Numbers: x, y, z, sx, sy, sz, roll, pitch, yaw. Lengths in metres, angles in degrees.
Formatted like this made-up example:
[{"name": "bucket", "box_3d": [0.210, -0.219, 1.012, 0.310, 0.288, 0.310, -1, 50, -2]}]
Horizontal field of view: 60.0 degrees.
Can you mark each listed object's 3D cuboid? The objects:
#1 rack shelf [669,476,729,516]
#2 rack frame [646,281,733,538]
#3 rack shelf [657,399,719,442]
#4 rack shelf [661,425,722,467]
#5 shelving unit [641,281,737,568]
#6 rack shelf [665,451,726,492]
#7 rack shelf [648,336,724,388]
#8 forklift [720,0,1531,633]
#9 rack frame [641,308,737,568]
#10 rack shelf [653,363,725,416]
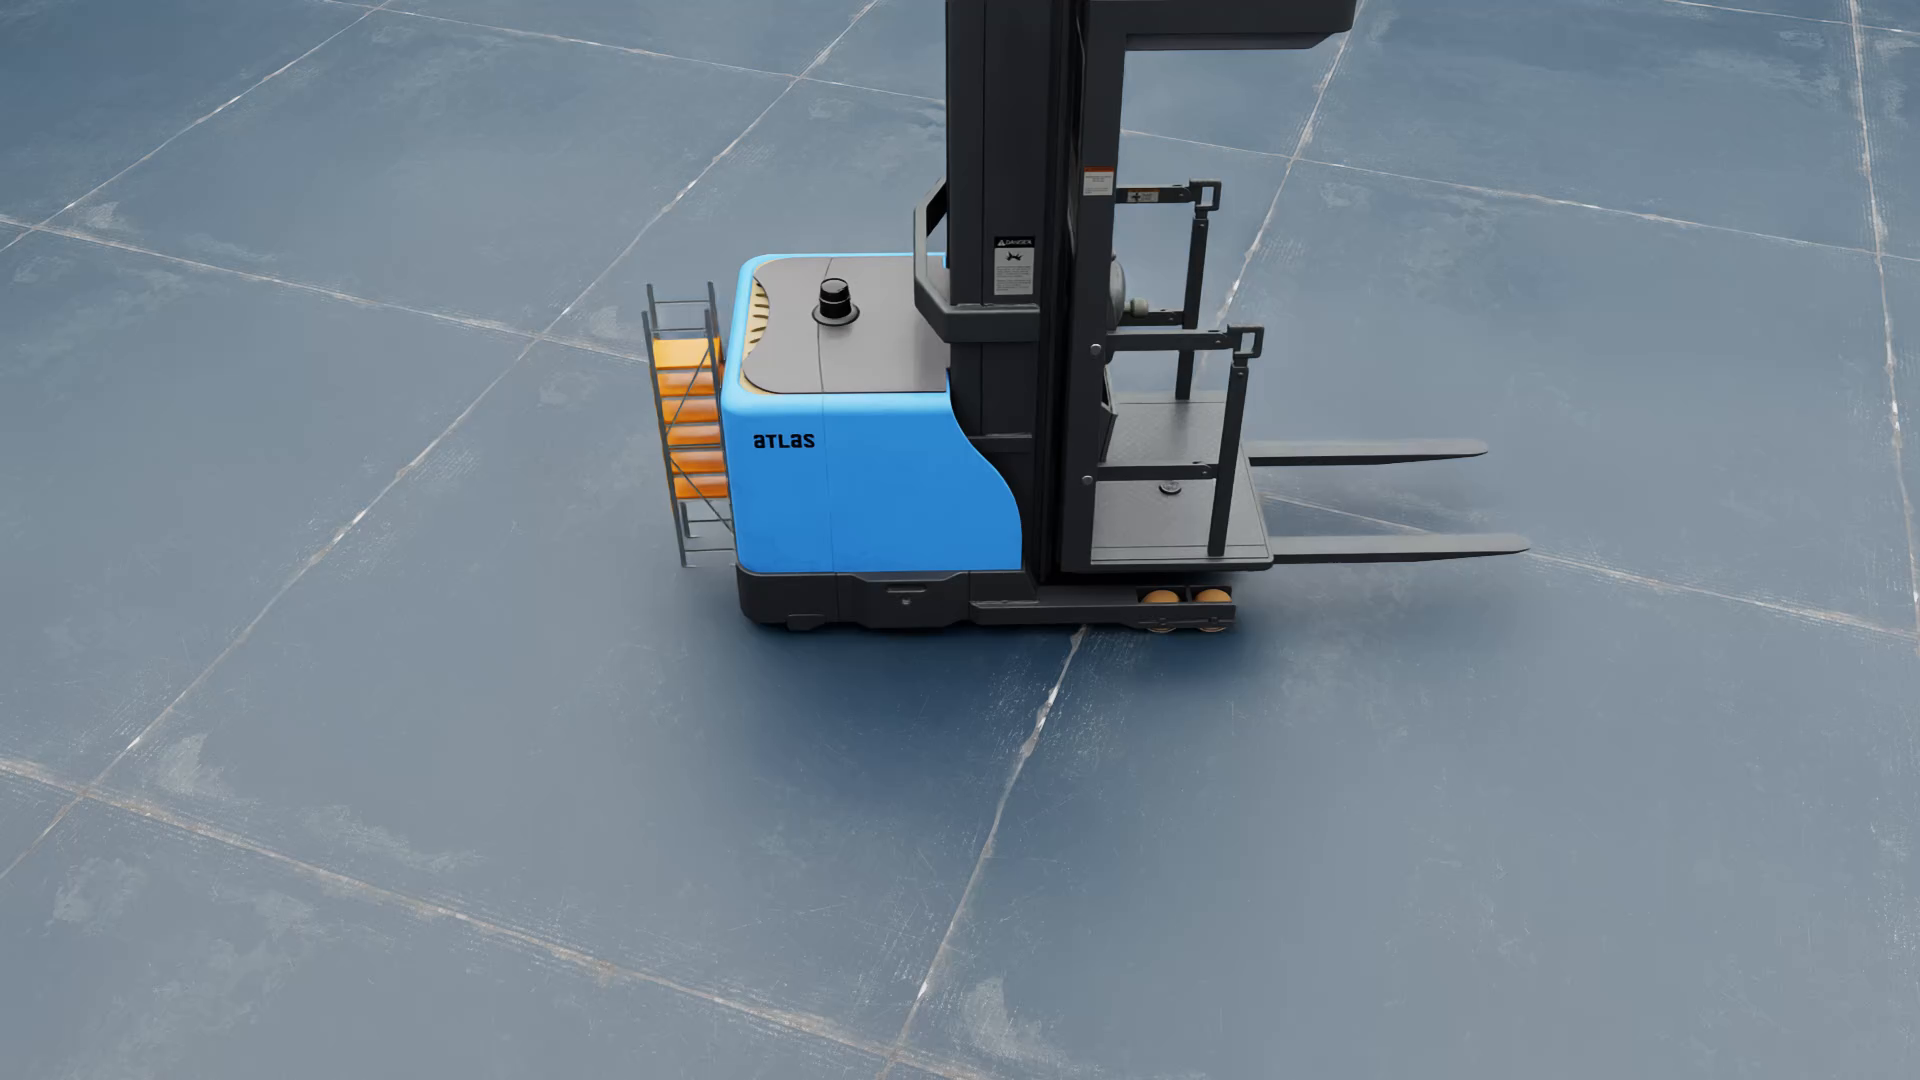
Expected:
[{"name": "rack shelf", "box_3d": [-0.995, -0.195, 6.490, 0.258, 0.103, 0.180, -2, 41, -2]}, {"name": "rack frame", "box_3d": [-1.003, -0.471, 6.375, 0.240, 1.200, 0.006, -2, 41, -2]}, {"name": "rack shelf", "box_3d": [-0.999, -0.469, 6.256, 0.258, 0.103, 0.180, -2, 41, -2]}, {"name": "rack shelf", "box_3d": [-0.998, -0.378, 6.334, 0.258, 0.103, 0.180, -2, 41, -2]}, {"name": "shelving unit", "box_3d": [-0.998, -0.411, 6.305, 0.258, 1.200, 0.189, -2, 41, -2]}, {"name": "rack shelf", "box_3d": [-0.996, -0.286, 6.412, 0.258, 0.103, 0.180, -2, 41, -2]}, {"name": "rack shelf", "box_3d": [-1.002, -0.651, 6.100, 0.258, 0.103, 0.180, -2, 41, -2]}, {"name": "forklift", "box_3d": [0.667, -1.108, 5.790, 3.031, 2.935, 1.130, -1, 40, -1]}, {"name": "rack frame", "box_3d": [-0.994, -0.352, 6.236, 0.240, 1.200, 0.006, -2, 41, -2]}, {"name": "rack shelf", "box_3d": [-1.001, -0.560, 6.178, 0.258, 0.103, 0.180, -2, 41, -2]}]
